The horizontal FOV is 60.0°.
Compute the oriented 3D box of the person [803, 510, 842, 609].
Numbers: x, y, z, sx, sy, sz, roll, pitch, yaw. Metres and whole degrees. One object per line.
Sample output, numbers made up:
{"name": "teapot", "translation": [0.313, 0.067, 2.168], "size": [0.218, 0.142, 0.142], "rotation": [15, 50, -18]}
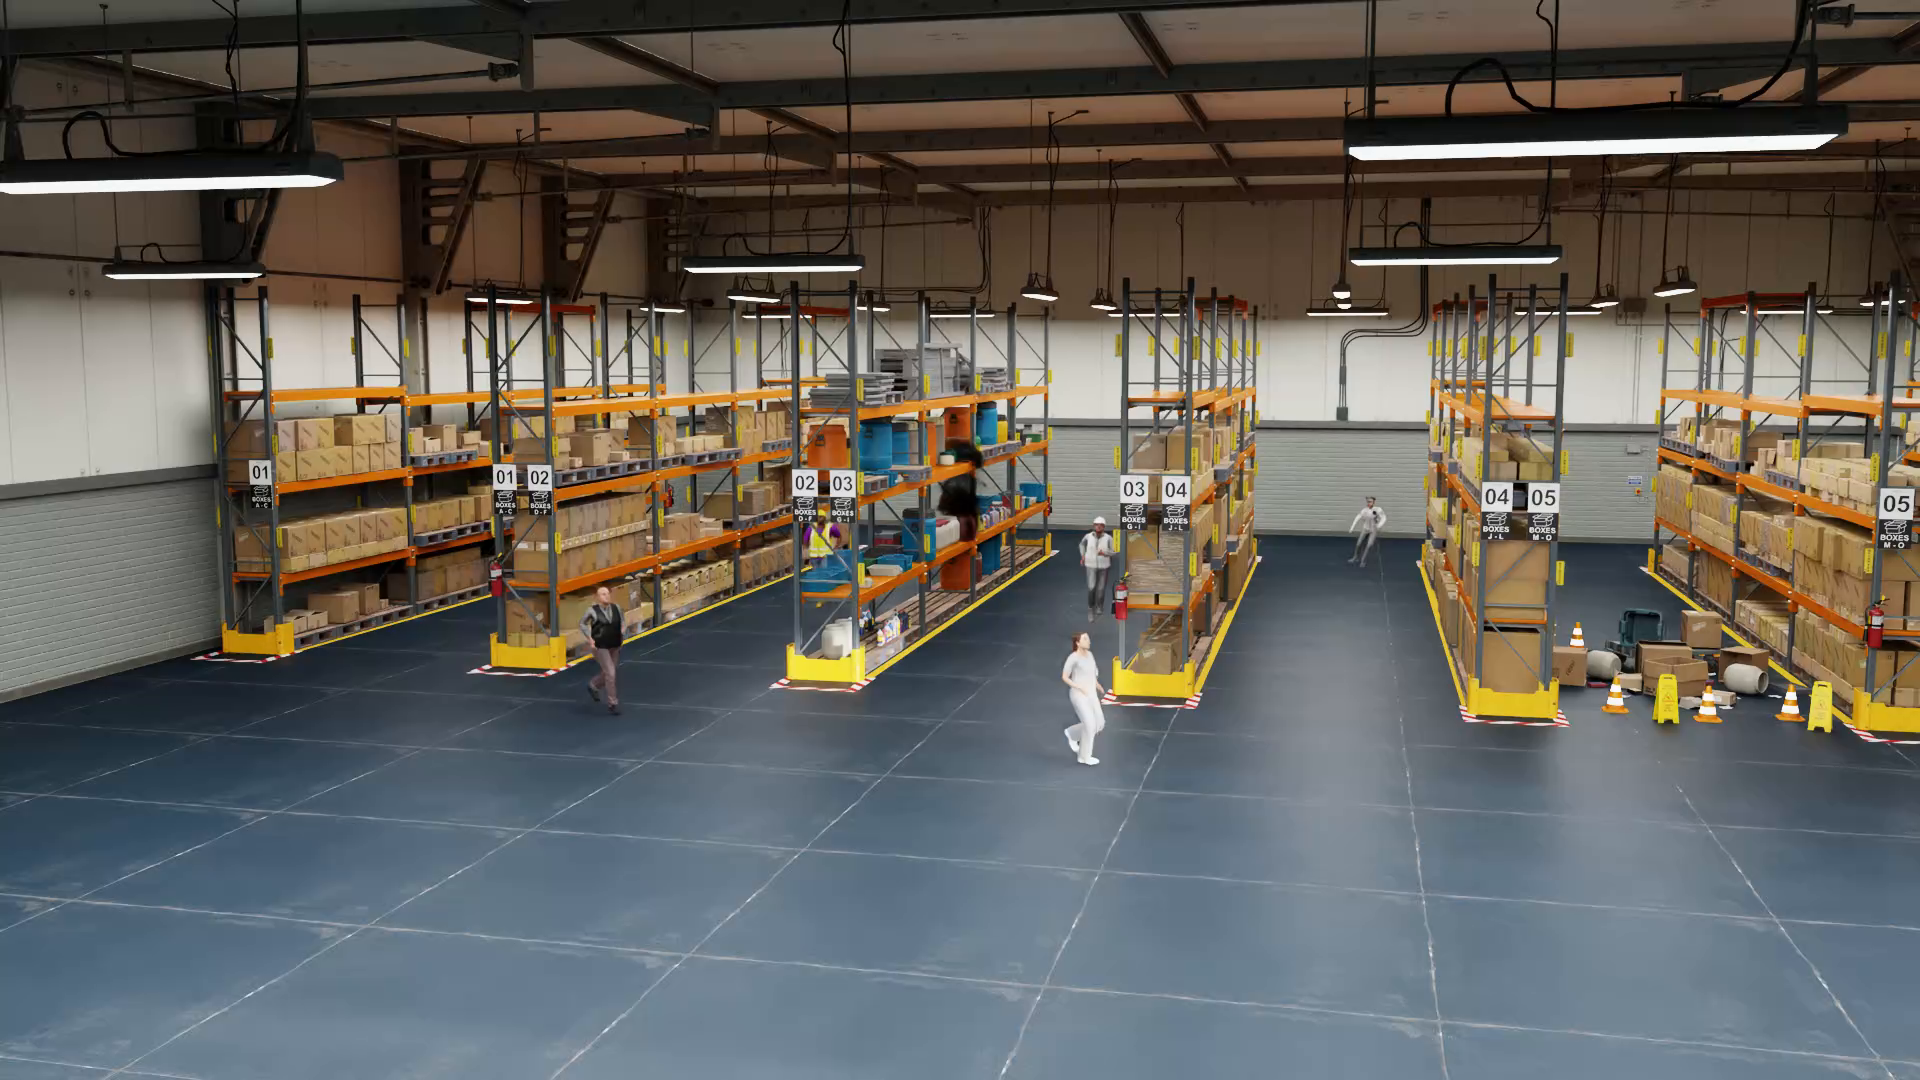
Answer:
{"name": "person", "translation": [-2.548, 0.333, 30.440], "size": [0.700, 1.781, 0.879], "rotation": [1, 7, 9]}

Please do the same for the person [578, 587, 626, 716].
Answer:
{"name": "person", "translation": [-4.907, 1.508, 23.051], "size": [0.648, 1.736, 0.890], "rotation": [-6, 9, -44]}

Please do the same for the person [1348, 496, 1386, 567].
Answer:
{"name": "person", "translation": [9.363, -0.208, 38.364], "size": [0.867, 1.626, 0.663], "rotation": [4, 8, 29]}

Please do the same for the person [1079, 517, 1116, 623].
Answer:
{"name": "person", "translation": [2.404, 0.517, 29.088], "size": [0.638, 1.853, 0.671], "rotation": [0, 7, 4]}

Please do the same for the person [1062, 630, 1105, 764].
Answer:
{"name": "person", "translation": [1.458, 1.889, 20.134], "size": [0.594, 1.616, 0.562], "rotation": [6, 9, 44]}
